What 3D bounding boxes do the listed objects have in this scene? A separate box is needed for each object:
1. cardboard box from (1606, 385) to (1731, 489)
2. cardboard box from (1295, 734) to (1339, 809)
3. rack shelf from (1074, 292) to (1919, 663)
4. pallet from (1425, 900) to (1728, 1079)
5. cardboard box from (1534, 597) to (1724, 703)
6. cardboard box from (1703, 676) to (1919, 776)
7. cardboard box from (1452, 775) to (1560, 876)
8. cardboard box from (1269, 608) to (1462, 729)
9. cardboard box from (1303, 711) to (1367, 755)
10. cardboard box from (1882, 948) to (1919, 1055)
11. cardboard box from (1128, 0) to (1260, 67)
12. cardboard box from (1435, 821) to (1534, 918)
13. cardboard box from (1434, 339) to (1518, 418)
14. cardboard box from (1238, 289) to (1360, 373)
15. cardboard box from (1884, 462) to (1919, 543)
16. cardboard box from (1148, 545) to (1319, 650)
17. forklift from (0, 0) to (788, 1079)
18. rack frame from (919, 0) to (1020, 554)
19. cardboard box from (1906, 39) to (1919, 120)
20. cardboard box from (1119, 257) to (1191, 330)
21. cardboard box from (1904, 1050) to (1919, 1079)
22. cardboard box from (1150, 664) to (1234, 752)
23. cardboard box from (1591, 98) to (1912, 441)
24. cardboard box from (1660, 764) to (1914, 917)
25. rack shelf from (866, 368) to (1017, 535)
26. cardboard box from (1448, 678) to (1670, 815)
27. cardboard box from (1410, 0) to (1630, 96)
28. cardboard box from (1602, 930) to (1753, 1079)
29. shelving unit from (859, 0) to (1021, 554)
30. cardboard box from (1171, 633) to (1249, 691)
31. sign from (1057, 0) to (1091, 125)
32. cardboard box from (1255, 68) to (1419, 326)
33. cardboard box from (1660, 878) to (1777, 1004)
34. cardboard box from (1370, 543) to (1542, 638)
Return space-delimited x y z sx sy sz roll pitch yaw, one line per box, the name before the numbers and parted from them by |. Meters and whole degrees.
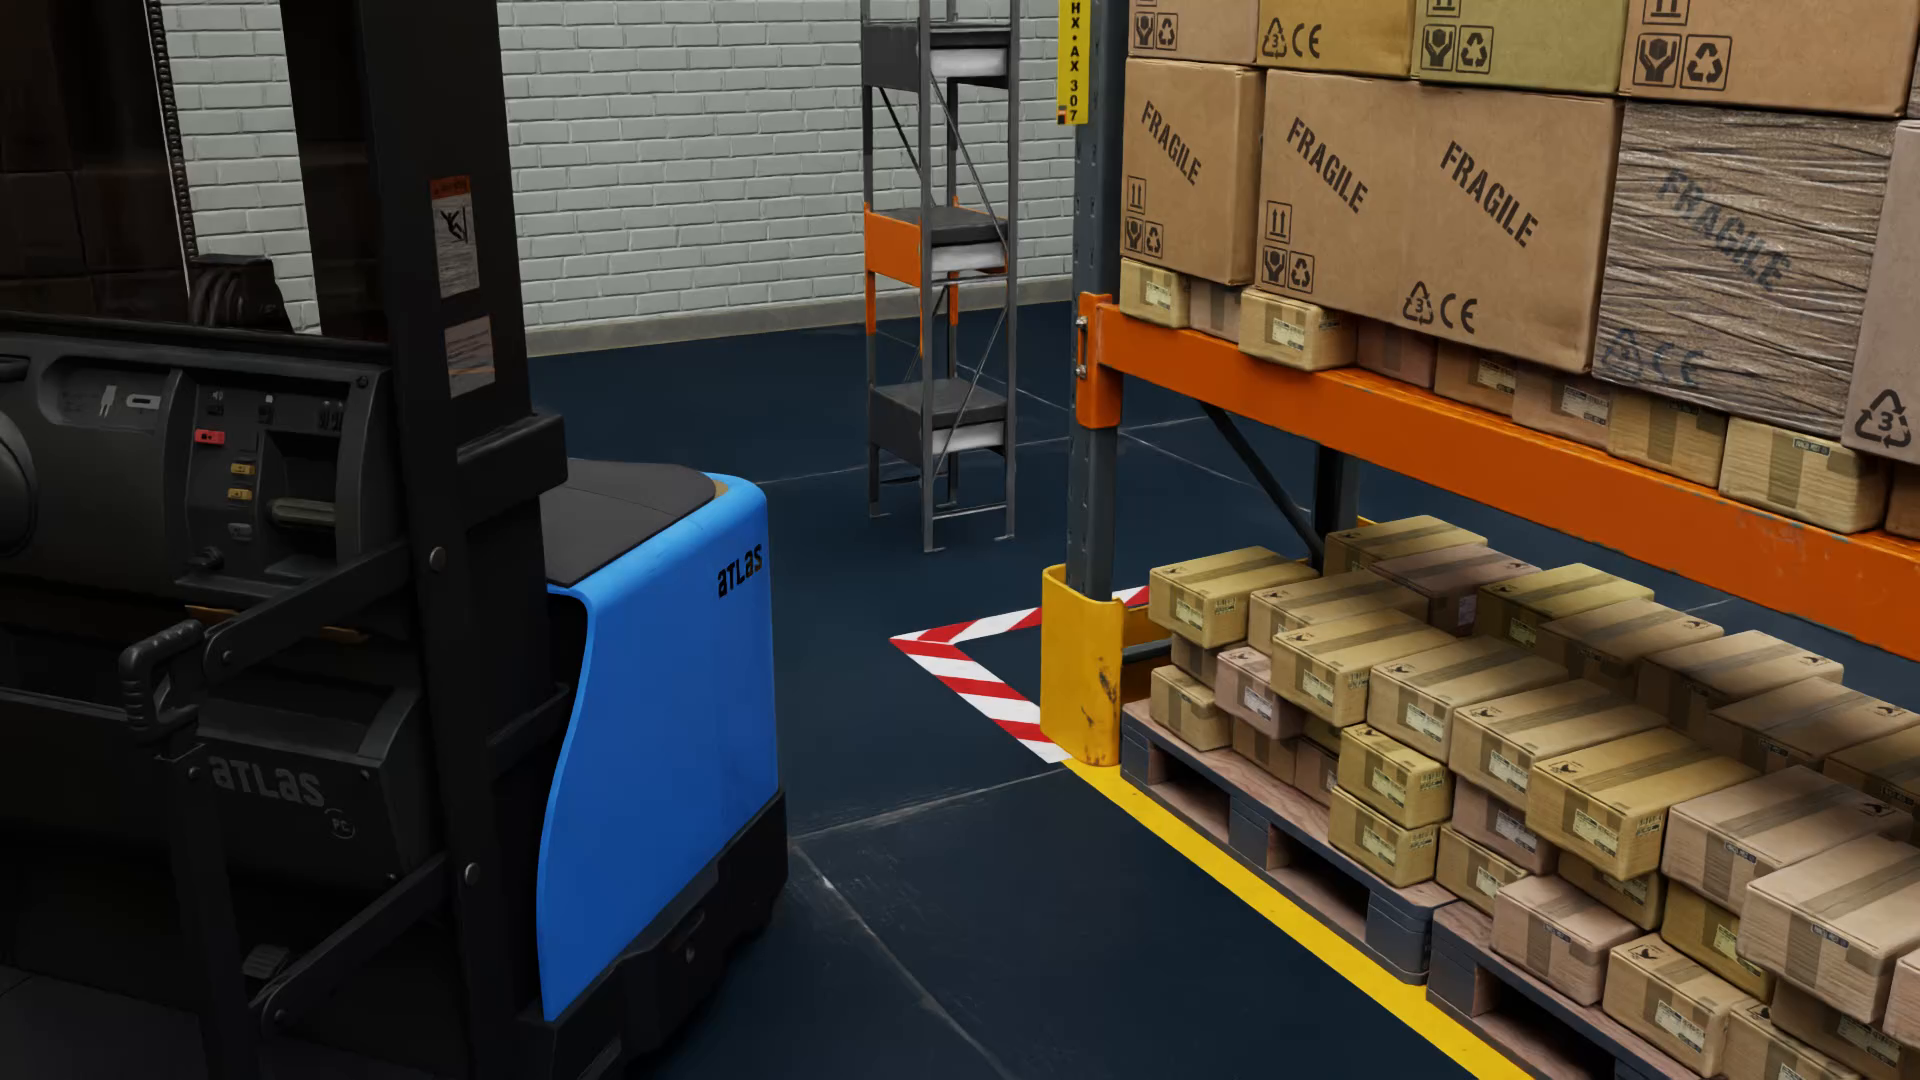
cardboard box | 1.427 -0.220 3.057 0.380 0.149 0.250 -9 21 -25
cardboard box | 1.063 0.559 4.140 0.380 0.149 0.250 -10 21 -26
rack shelf | 1.726 -0.009 3.161 1.077 0.370 4.000 -10 21 -27
pallet | 1.742 1.006 3.394 1.003 0.211 1.213 -10 21 -27
cardboard box | 1.621 0.278 4.043 0.380 0.149 0.250 -11 22 -29
cardboard box | 1.825 0.439 3.576 0.380 0.149 0.250 -11 22 -28
cardboard box | 1.309 0.572 3.647 0.380 0.149 0.250 -11 22 -29
cardboard box | 0.970 0.301 3.976 0.380 0.149 0.250 -10 21 -27
cardboard box | 1.073 0.420 4.087 0.380 0.149 0.250 -10 21 -26
cardboard box | 1.732 0.744 2.692 0.380 0.149 0.250 -11 22 -29
cardboard box | 0.756 -1.413 3.987 0.500 0.500 0.500 -10 21 -27
cardboard box | 1.293 0.708 3.709 0.380 0.149 0.250 -10 21 -27
cardboard box | 1.230 -0.373 3.500 0.380 0.149 0.250 -10 22 -27
cardboard box | 0.879 -0.508 3.891 0.380 0.149 0.250 -11 22 -28
cardboard box | 1.711 -0.077 2.642 0.380 0.149 0.250 -10 22 -27
cardboard box | 0.726 0.148 4.418 0.380 0.149 0.250 -11 22 -29
forklift | -1.391 -0.113 2.465 1.130 2.935 3.031 7 20 19
rack frame | 0.037 -0.970 6.224 0.400 2.100 0.015 -10 21 -27
cardboard box | 1.734 -0.825 2.281 0.500 0.500 0.500 -9 21 -25
cardboard box | 0.641 -0.660 4.332 0.380 0.149 0.250 -10 21 -27
cardboard box | 1.793 0.885 2.737 0.380 0.149 0.250 -9 21 -25
cardboard box | 0.743 0.426 4.524 0.380 0.149 0.250 -10 21 -26
cardboard box | 1.492 -0.501 2.877 0.500 0.500 0.500 -11 22 -28
cardboard box | 1.572 0.580 3.166 0.380 0.149 0.250 -10 21 -27
rack shelf | -0.079 -0.365 6.659 0.431 0.518 0.480 -10 21 -27
cardboard box | 1.284 0.440 3.572 0.380 0.149 0.250 -9 21 -25
cardboard box | 1.228 -1.117 3.127 0.500 0.500 0.500 -11 22 -28
cardboard box | 1.489 0.868 3.243 0.380 0.149 0.250 -10 21 -27
shelving unit | -0.079 -1.040 6.427 0.431 2.100 0.503 -10 21 -27
cardboard box | 0.799 0.276 4.504 0.380 0.149 0.250 -9 21 -24
sign | 0.299 -1.248 4.322 0.100 0.325 0.005 -10 21 -27
cardboard box | 1.023 -0.789 3.711 0.500 0.500 0.500 -10 21 -27
cardboard box | 1.594 0.722 3.211 0.380 0.149 0.250 -9 21 -24
cardboard box | 1.319 0.139 4.445 0.380 0.149 0.250 -10 21 -26
